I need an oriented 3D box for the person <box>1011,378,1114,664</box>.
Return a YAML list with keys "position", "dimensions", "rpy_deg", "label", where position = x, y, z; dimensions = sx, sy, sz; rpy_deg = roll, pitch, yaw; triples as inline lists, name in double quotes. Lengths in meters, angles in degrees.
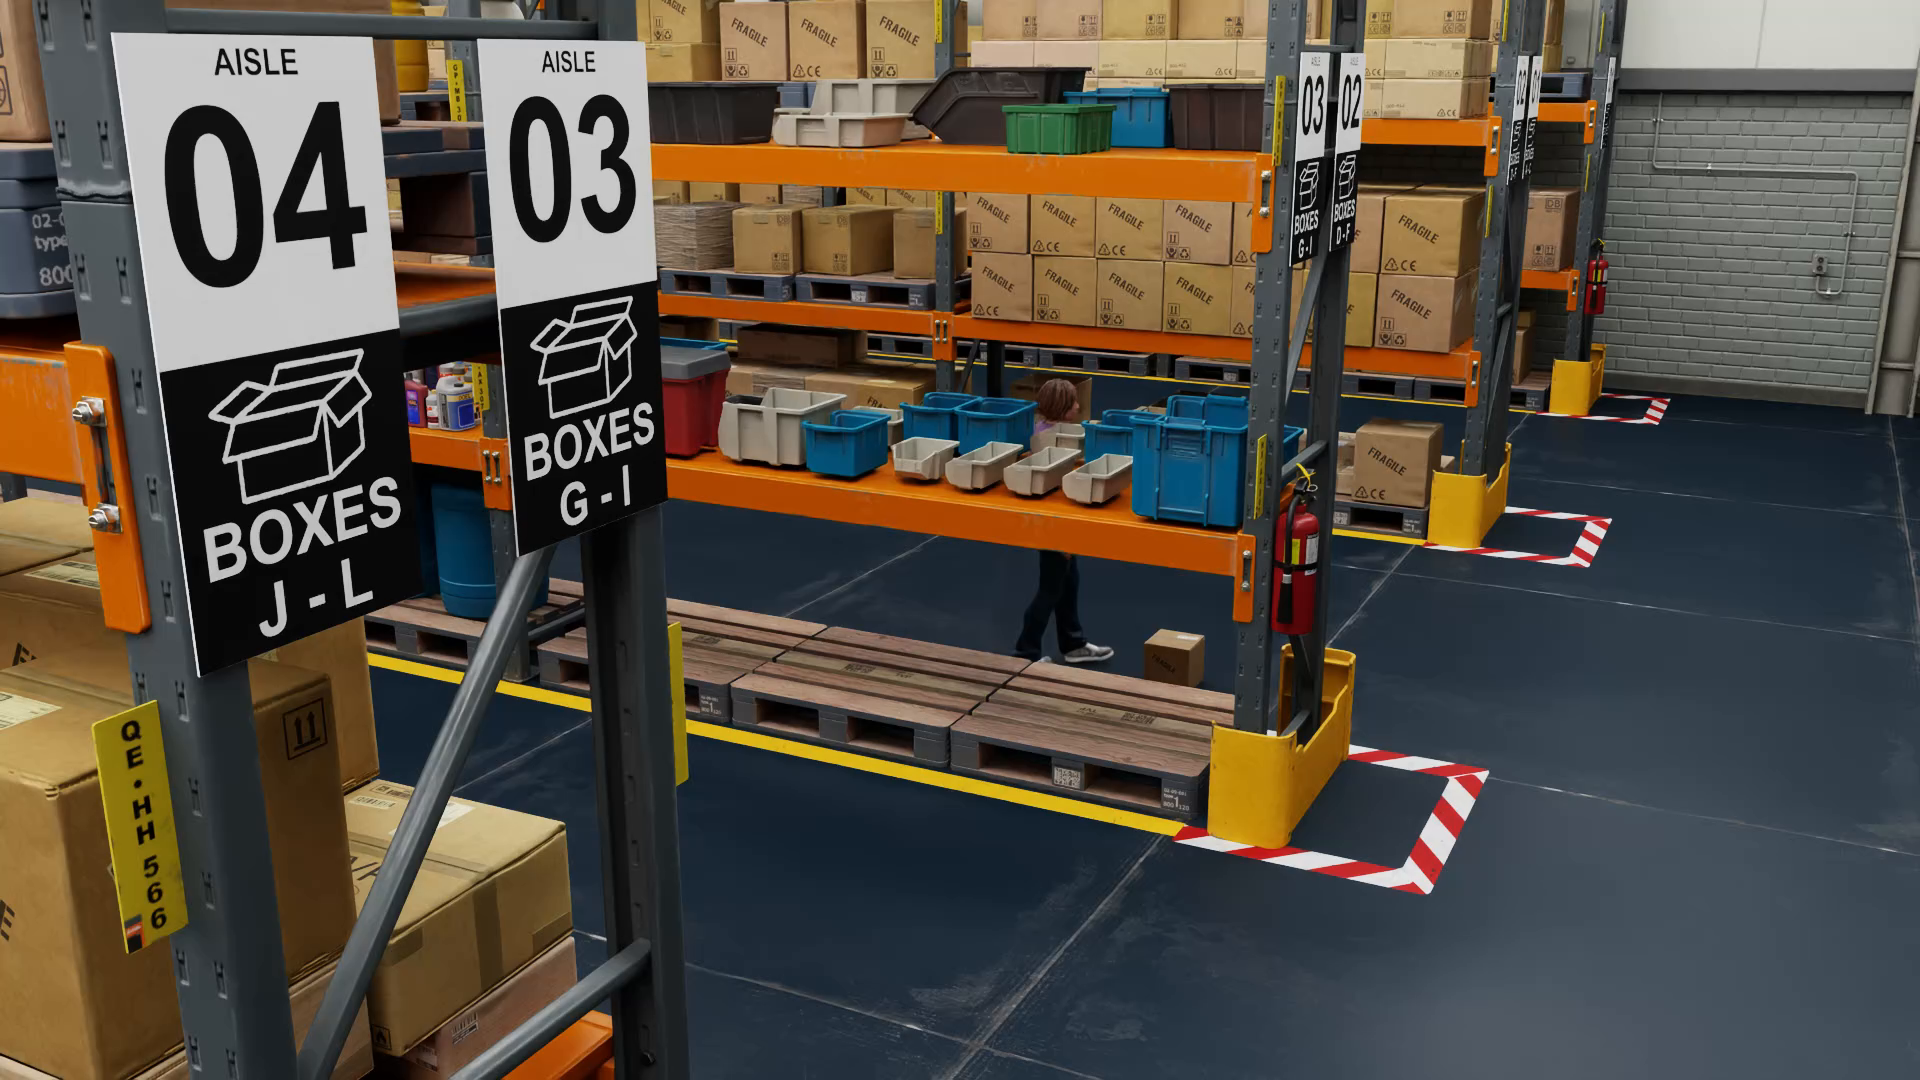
- position: [0.553, -0.073, 8.757]
  dimensions: [0.605, 1.582, 0.417]
  rpy_deg: [-3, 16, -9]
  label: "person"
